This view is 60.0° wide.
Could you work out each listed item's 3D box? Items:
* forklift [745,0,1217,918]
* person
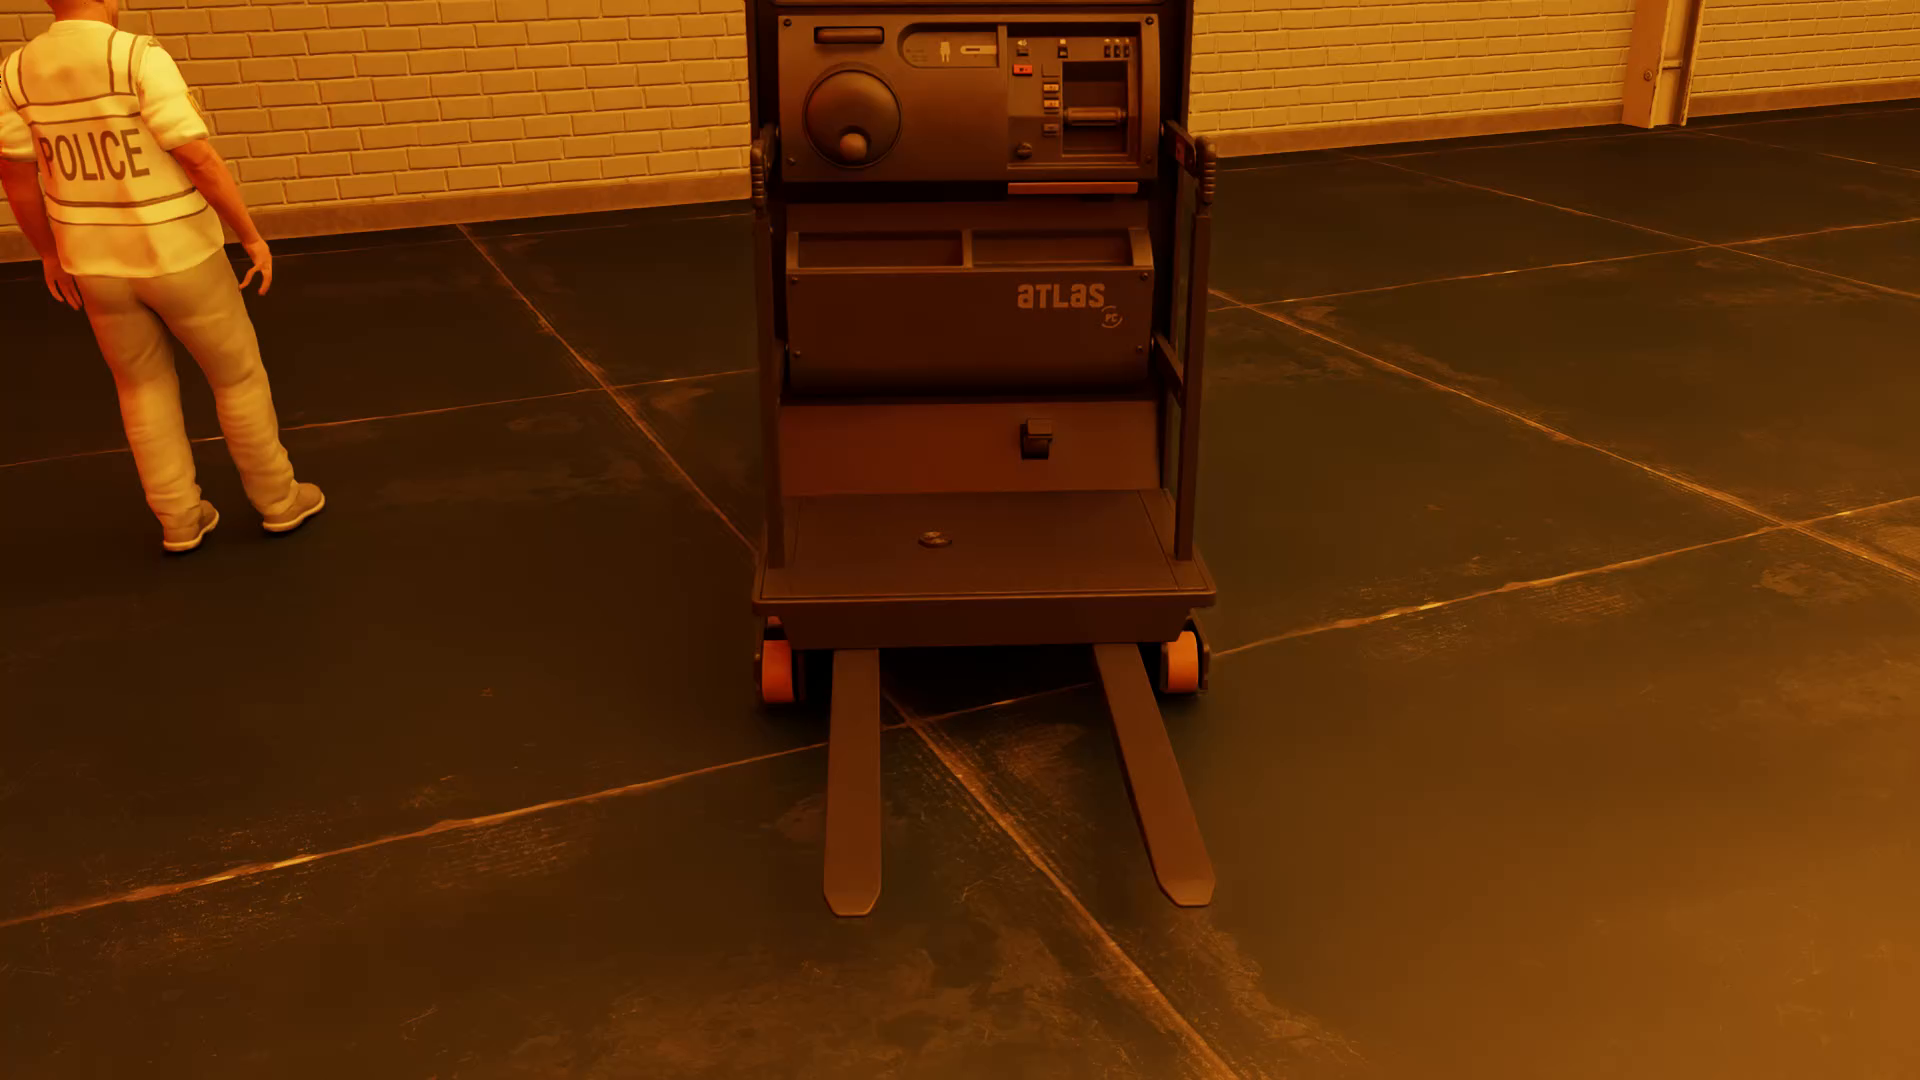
[{"bbox_3d":[0.037,-1.072,3.866,1.130,2.935,3.031,-1,23,-3],"label":"forklift"},{"bbox_3d":[-2.318,-0.846,4.823,0.677,1.778,0.564,0,23,0],"label":"person"}]
